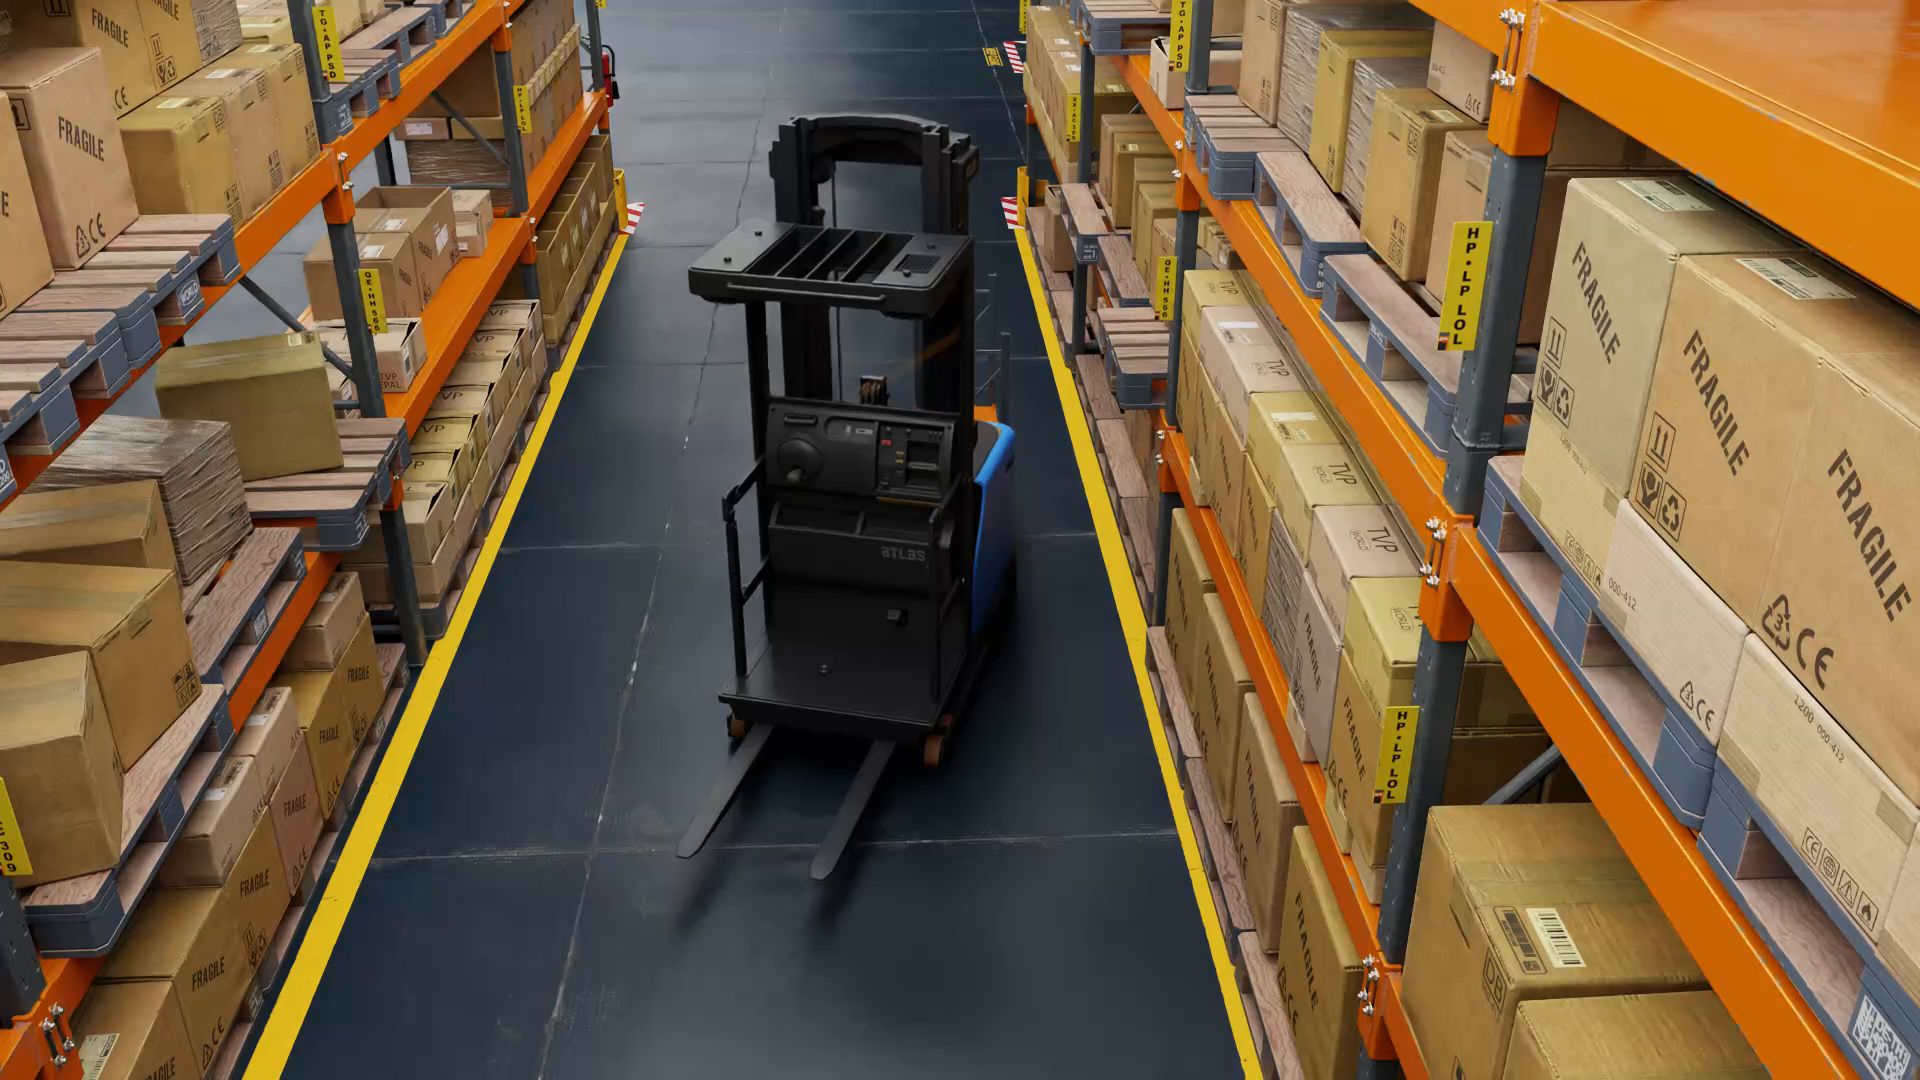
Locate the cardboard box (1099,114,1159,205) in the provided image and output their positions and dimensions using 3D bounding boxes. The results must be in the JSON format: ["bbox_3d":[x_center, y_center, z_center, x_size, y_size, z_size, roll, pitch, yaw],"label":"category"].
[{"bbox_3d":[1.345,-2.631,11.467,0.700,0.500,0.500,-1,28,-2],"label":"cardboard box"}]

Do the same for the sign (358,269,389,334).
[{"bbox_3d":[-2.844,-1.154,8.053,0.100,0.325,0.005,-1,28,-3],"label":"sign"}]

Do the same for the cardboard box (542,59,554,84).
[{"bbox_3d":[-3.510,-3.797,13.477,0.380,0.149,0.250,-2,28,-3],"label":"cardboard box"}]

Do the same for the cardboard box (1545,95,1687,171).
[{"bbox_3d":[1.855,-1.244,4.754,0.500,0.250,0.500,1,28,1],"label":"cardboard box"}]

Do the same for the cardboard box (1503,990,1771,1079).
[{"bbox_3d":[1.815,1.522,3.763,0.980,0.700,0.700,-2,28,-4],"label":"cardboard box"}]

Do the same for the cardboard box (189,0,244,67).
[{"bbox_3d":[-3.369,-2.275,6.935,0.500,0.500,0.500,-1,28,-3],"label":"cardboard box"}]

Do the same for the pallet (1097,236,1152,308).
[{"bbox_3d":[1.417,-1.608,10.297,1.003,0.211,1.213,-1,28,-3],"label":"pallet"}]

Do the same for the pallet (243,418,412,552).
[{"bbox_3d":[-3.280,-0.262,7.717,1.213,0.211,1.003,-1,28,-3],"label":"pallet"}]

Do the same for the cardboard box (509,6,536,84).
[{"bbox_3d":[-3.677,-3.795,12.771,0.700,0.500,0.500,-1,28,-3],"label":"cardboard box"}]

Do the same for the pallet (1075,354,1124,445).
[{"bbox_3d":[1.395,-1.031,11.999,1.003,0.211,1.213,-1,28,-3],"label":"pallet"}]

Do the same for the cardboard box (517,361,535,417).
[{"bbox_3d":[-3.258,-1.055,11.548,0.500,0.250,0.500,-2,28,-3],"label":"cardboard box"}]

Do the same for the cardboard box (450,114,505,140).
[{"bbox_3d":[-3.415,-2.967,11.885,0.380,0.149,0.250,-1,28,-3],"label":"cardboard box"}]

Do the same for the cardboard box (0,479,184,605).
[{"bbox_3d":[-3.330,0.144,6.169,0.700,0.500,0.500,-8,29,-16],"label":"cardboard box"}]

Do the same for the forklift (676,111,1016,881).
[{"bbox_3d":[-0.534,-0.383,7.816,1.130,2.935,3.031,7,28,12],"label":"forklift"}]

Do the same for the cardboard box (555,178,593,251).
[{"bbox_3d":[-3.386,-2.720,13.930,0.500,0.500,0.500,-1,28,-3],"label":"cardboard box"}]

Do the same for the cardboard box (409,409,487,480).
[{"bbox_3d":[-3.180,-0.601,10.072,0.500,0.311,0.500,-2,28,-4],"label":"cardboard box"}]

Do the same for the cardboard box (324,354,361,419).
[{"bbox_3d":[-3.361,-0.788,8.614,0.500,0.311,0.500,0,28,1],"label":"cardboard box"}]

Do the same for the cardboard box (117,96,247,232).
[{"bbox_3d":[-3.275,-1.357,6.256,0.910,0.500,0.500,-1,28,-3],"label":"cardboard box"}]

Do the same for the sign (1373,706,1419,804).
[{"bbox_3d":[1.229,0.607,4.677,0.100,0.325,0.005,-1,28,-3],"label":"sign"}]

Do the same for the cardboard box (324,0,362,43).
[{"bbox_3d":[-3.529,-2.823,8.883,0.500,0.250,0.500,-2,28,-4],"label":"cardboard box"}]

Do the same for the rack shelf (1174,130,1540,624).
[{"bbox_3d":[1.666,-0.867,6.204,1.077,0.370,4.000,-1,28,-3],"label":"rack shelf"}]

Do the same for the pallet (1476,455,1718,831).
[{"bbox_3d":[1.802,0.155,3.562,1.003,0.211,1.213,-1,28,-3],"label":"pallet"}]

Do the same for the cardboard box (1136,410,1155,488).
[{"bbox_3d":[1.507,-0.668,10.514,0.700,0.500,0.500,-2,28,-3],"label":"cardboard box"}]

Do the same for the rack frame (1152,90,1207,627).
[{"bbox_3d":[1.561,-0.780,8.502,1.000,3.000,0.127,-1,28,-3],"label":"rack frame"}]

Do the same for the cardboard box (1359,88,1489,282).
[{"bbox_3d":[1.740,-1.167,5.416,0.700,0.500,0.500,-2,28,-4],"label":"cardboard box"}]

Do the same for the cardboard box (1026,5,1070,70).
[{"bbox_3d":[0.868,-4.522,15.006,0.500,0.500,0.500,-1,28,-3],"label":"cardboard box"}]

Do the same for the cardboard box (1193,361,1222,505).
[{"bbox_3d":[1.349,-0.493,7.499,0.500,0.500,0.500,0,28,-1],"label":"cardboard box"}]

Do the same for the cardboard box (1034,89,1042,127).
[{"bbox_3d":[0.914,-3.709,14.258,0.500,0.250,0.500,-2,28,-3],"label":"cardboard box"}]

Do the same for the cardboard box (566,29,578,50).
[{"bbox_3d":[-3.578,-4.392,14.619,0.380,0.149,0.250,-1,28,-1],"label":"cardboard box"}]

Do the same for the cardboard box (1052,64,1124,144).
[{"bbox_3d":[0.987,-3.343,12.746,0.500,0.500,0.500,-2,28,-3],"label":"cardboard box"}]

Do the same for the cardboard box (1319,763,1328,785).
[{"bbox_3d":[1.465,0.784,5.754,0.380,0.149,0.250,-1,28,-1],"label":"cardboard box"}]

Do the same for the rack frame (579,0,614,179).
[{"bbox_3d":[-3.803,-4.353,15.353,1.000,3.000,0.127,-1,28,-3],"label":"rack frame"}]

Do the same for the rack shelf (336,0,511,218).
[{"bbox_3d":[-3.490,-2.593,9.513,1.077,0.370,4.000,-1,28,-3],"label":"rack shelf"}]

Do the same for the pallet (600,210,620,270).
[{"bbox_3d":[-3.721,-2.765,15.323,1.003,0.211,1.213,-1,28,-3],"label":"pallet"}]

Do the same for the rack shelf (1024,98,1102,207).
[{"bbox_3d":[1.248,-3.232,13.981,1.077,0.370,4.000,-1,28,-3],"label":"rack shelf"}]

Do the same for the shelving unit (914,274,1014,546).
[{"bbox_3d":[-0.004,-0.700,9.971,0.587,1.500,1.083,-1,28,-3],"label":"shelving unit"}]

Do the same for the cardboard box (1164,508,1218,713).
[{"bbox_3d":[1.469,0.330,8.245,0.750,0.750,0.750,-2,28,-3],"label":"cardboard box"}]

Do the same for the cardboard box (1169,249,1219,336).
[{"bbox_3d":[1.527,-1.236,8.793,0.700,0.500,0.500,-5,28,-9],"label":"cardboard box"}]

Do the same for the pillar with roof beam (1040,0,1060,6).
[{"bbox_3d":[-2.882,-12.270,24.044,9.100,9.000,0.400,-1,28,-3],"label":"pillar with roof beam"}]

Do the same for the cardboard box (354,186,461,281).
[{"bbox_3d":[-3.543,-1.952,10.641,0.500,0.500,0.500,1,28,1],"label":"cardboard box"}]

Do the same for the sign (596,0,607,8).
[{"bbox_3d":[-3.261,-4.978,15.043,0.100,0.325,0.005,-1,28,-3],"label":"sign"}]

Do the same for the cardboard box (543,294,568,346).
[{"bbox_3d":[-3.316,-1.695,12.775,0.500,0.250,0.500,-1,28,-3],"label":"cardboard box"}]

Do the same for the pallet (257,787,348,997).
[{"bbox_3d":[-3.324,1.485,7.174,1.003,0.211,1.213,-1,28,-3],"label":"pallet"}]

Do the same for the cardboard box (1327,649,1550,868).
[{"bbox_3d":[1.494,0.675,5.261,0.500,0.500,0.500,-2,28,-3],"label":"cardboard box"}]

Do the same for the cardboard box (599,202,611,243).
[{"bbox_3d":[-3.442,-2.849,14.988,0.500,0.250,0.500,-1,28,-3],"label":"cardboard box"}]

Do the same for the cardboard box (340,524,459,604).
[{"bbox_3d":[-3.119,0.125,9.285,0.500,0.250,0.500,-1,28,-3],"label":"cardboard box"}]

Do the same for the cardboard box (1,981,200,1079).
[{"bbox_3d":[-2.958,1.872,5.644,0.500,0.500,0.500,-3,28,-5],"label":"cardboard box"}]

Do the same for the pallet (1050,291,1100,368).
[{"bbox_3d":[1.282,-1.700,13.282,1.003,0.211,1.213,-1,28,-3],"label":"pallet"}]

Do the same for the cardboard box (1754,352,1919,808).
[{"bbox_3d":[1.592,0.042,2.471,0.500,0.500,0.500,-1,28,-2],"label":"cardboard box"}]

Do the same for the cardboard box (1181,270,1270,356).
[{"bbox_3d":[1.329,-1.068,7.793,0.500,0.250,0.500,-1,28,-1],"label":"cardboard box"}]

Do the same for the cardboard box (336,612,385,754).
[{"bbox_3d":[-3.102,0.681,7.928,0.500,0.500,0.500,0,28,-1],"label":"cardboard box"}]

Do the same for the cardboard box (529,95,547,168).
[{"bbox_3d":[-3.680,-3.230,13.092,0.700,0.500,0.500,-1,28,-2],"label":"cardboard box"}]
